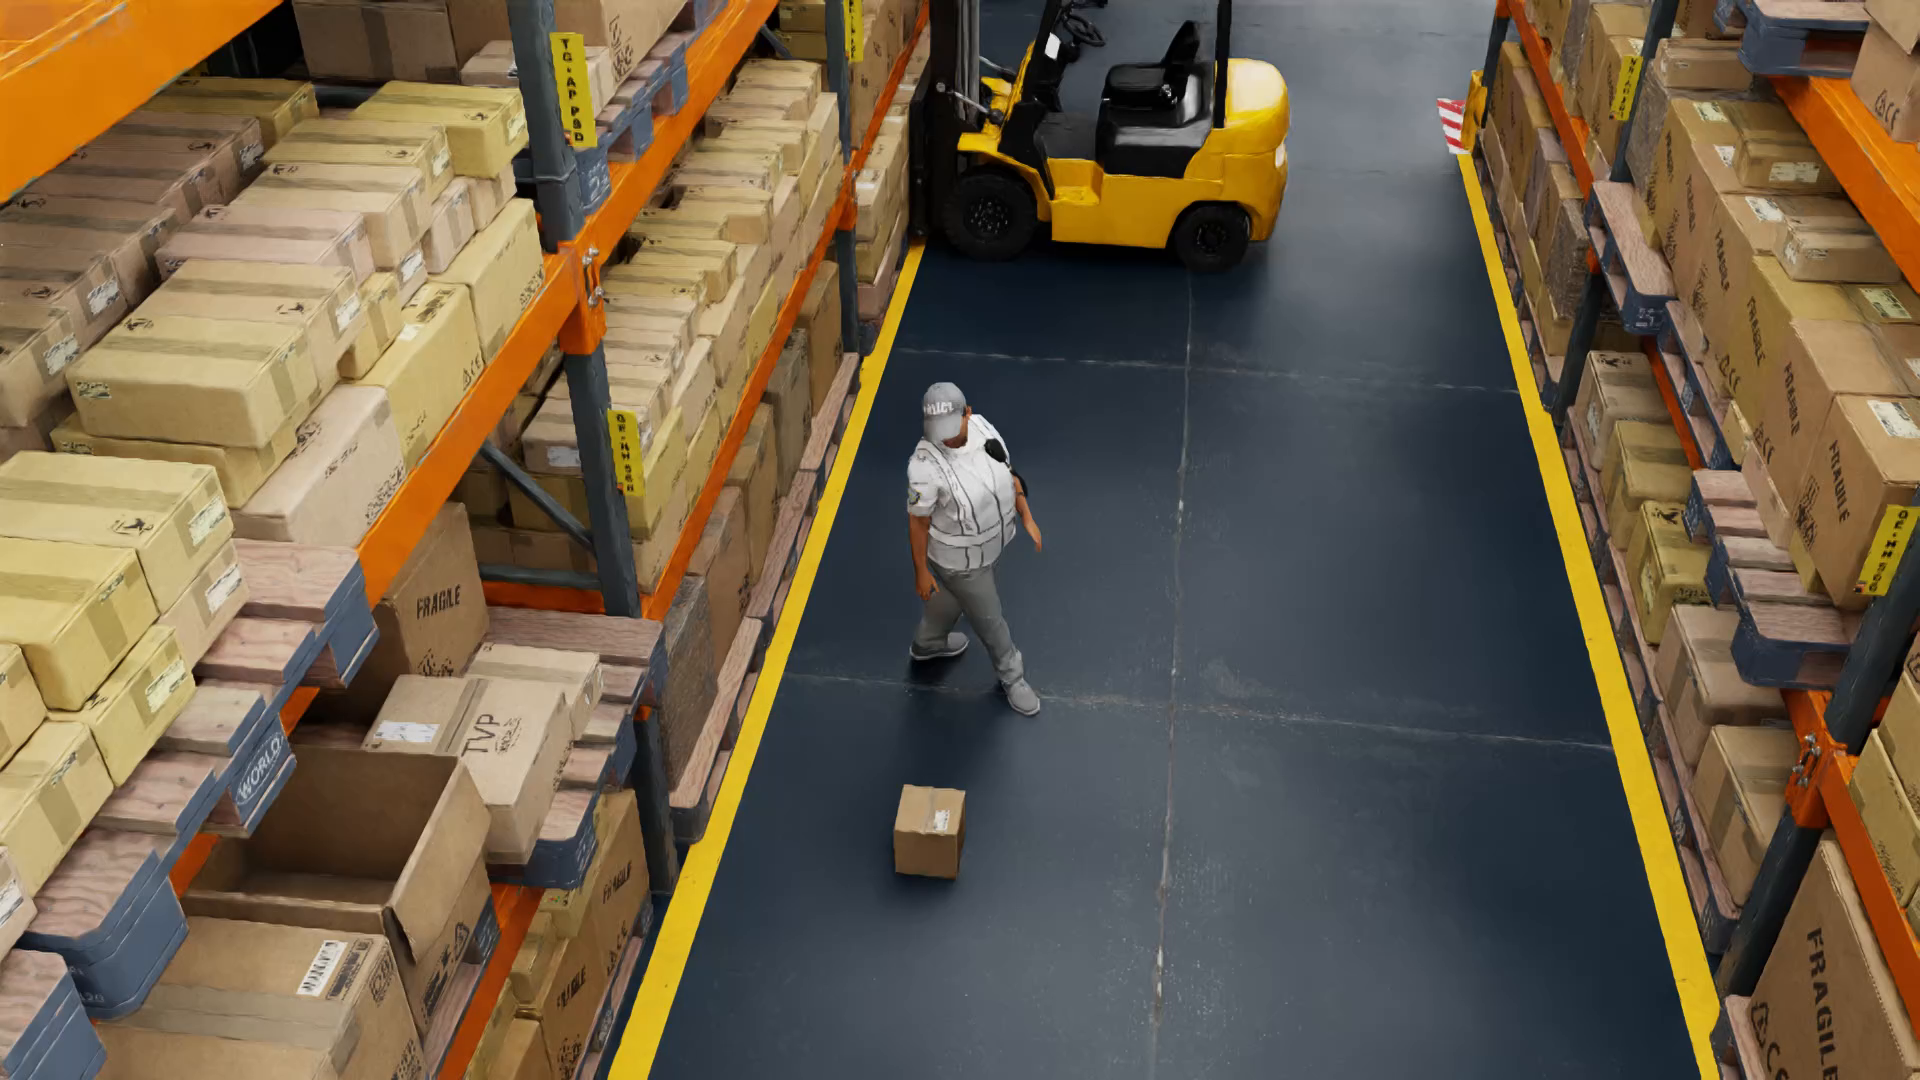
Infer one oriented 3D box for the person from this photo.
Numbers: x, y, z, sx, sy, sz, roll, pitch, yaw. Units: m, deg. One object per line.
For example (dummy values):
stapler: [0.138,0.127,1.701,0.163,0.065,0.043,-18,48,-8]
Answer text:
person: [0.048,0.023,7.038,0.686,1.631,0.534,18,40,23]
